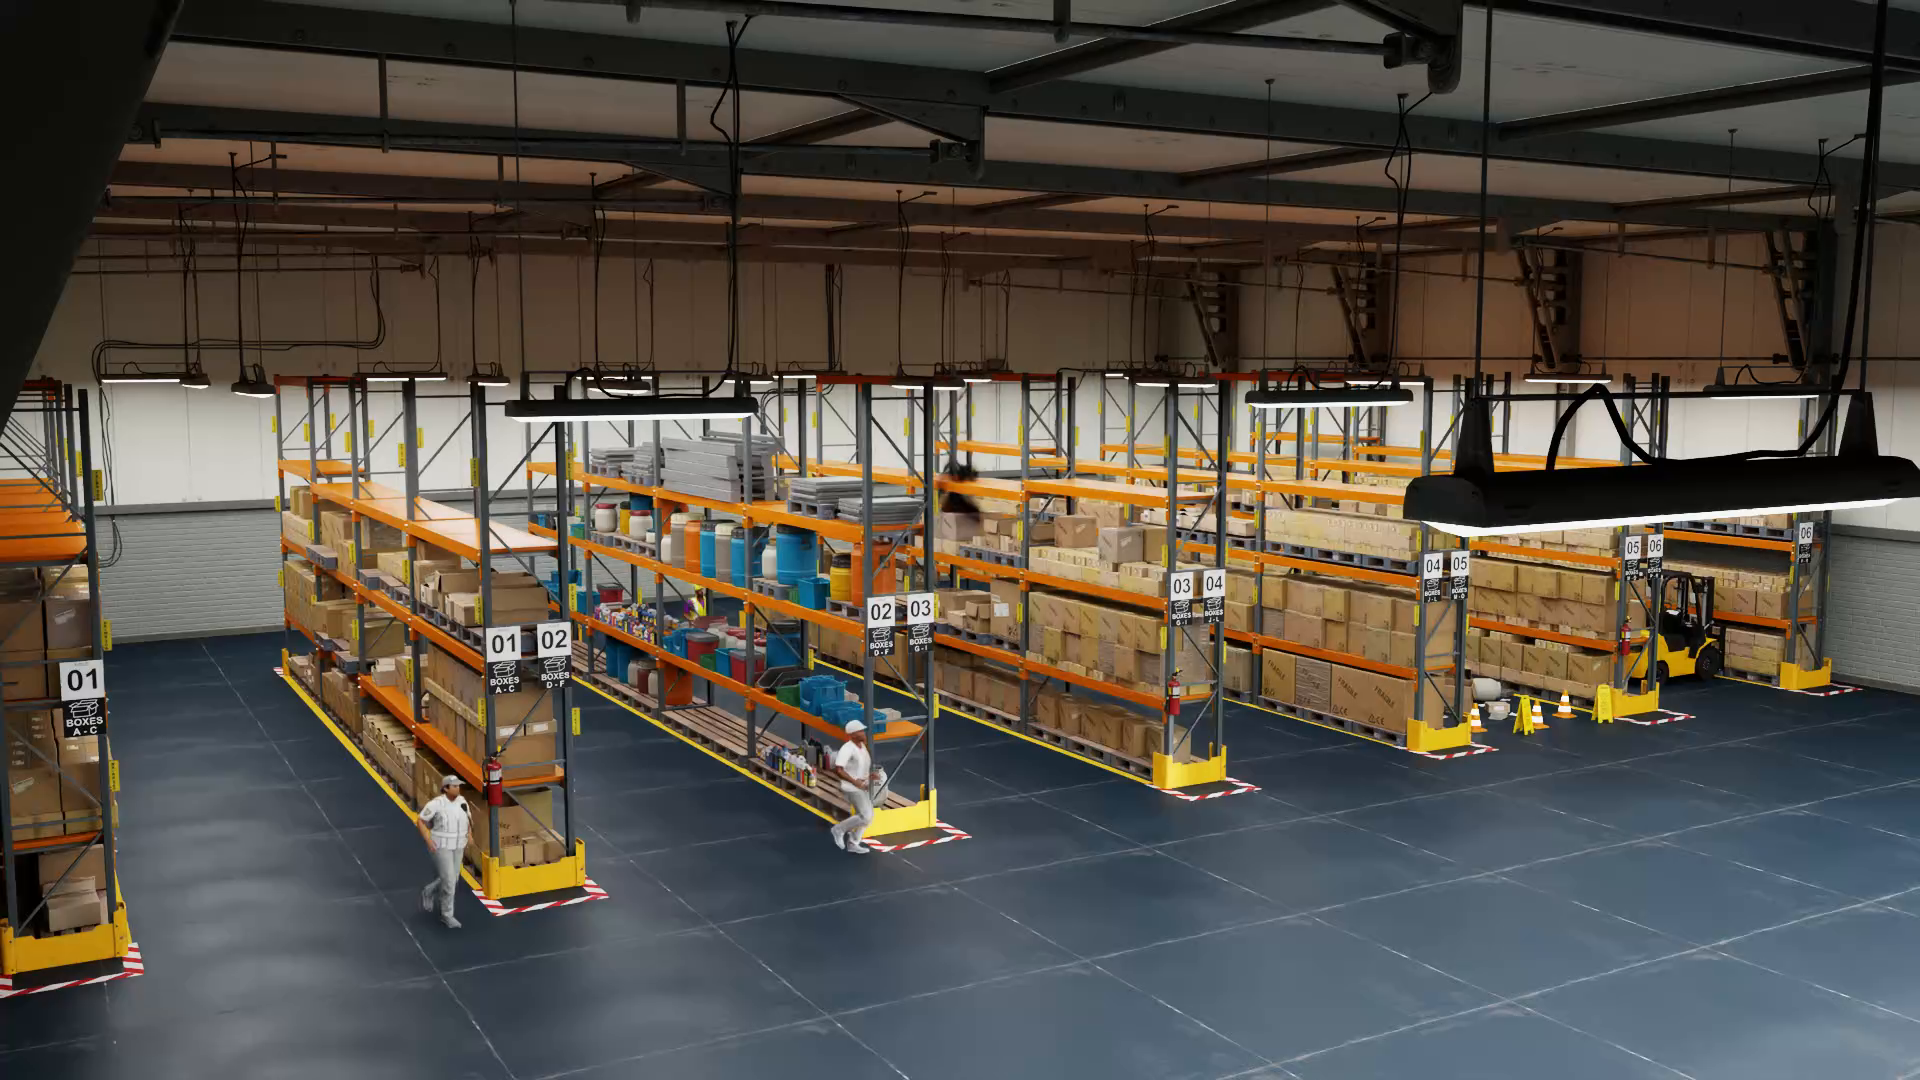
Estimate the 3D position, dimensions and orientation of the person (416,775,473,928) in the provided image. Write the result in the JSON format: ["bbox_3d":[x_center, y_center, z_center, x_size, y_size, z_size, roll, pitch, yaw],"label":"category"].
[{"bbox_3d":[-5.793,3.480,18.806,0.721,1.657,0.639,4,8,35],"label":"person"}]

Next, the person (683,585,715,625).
[{"bbox_3d":[-5.317,1.752,34.065,0.702,1.719,0.619,-5,8,-37],"label":"person"}]

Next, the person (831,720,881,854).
[{"bbox_3d":[-1.344,3.152,21.249,0.576,1.721,0.682,2,6,15],"label":"person"}]
